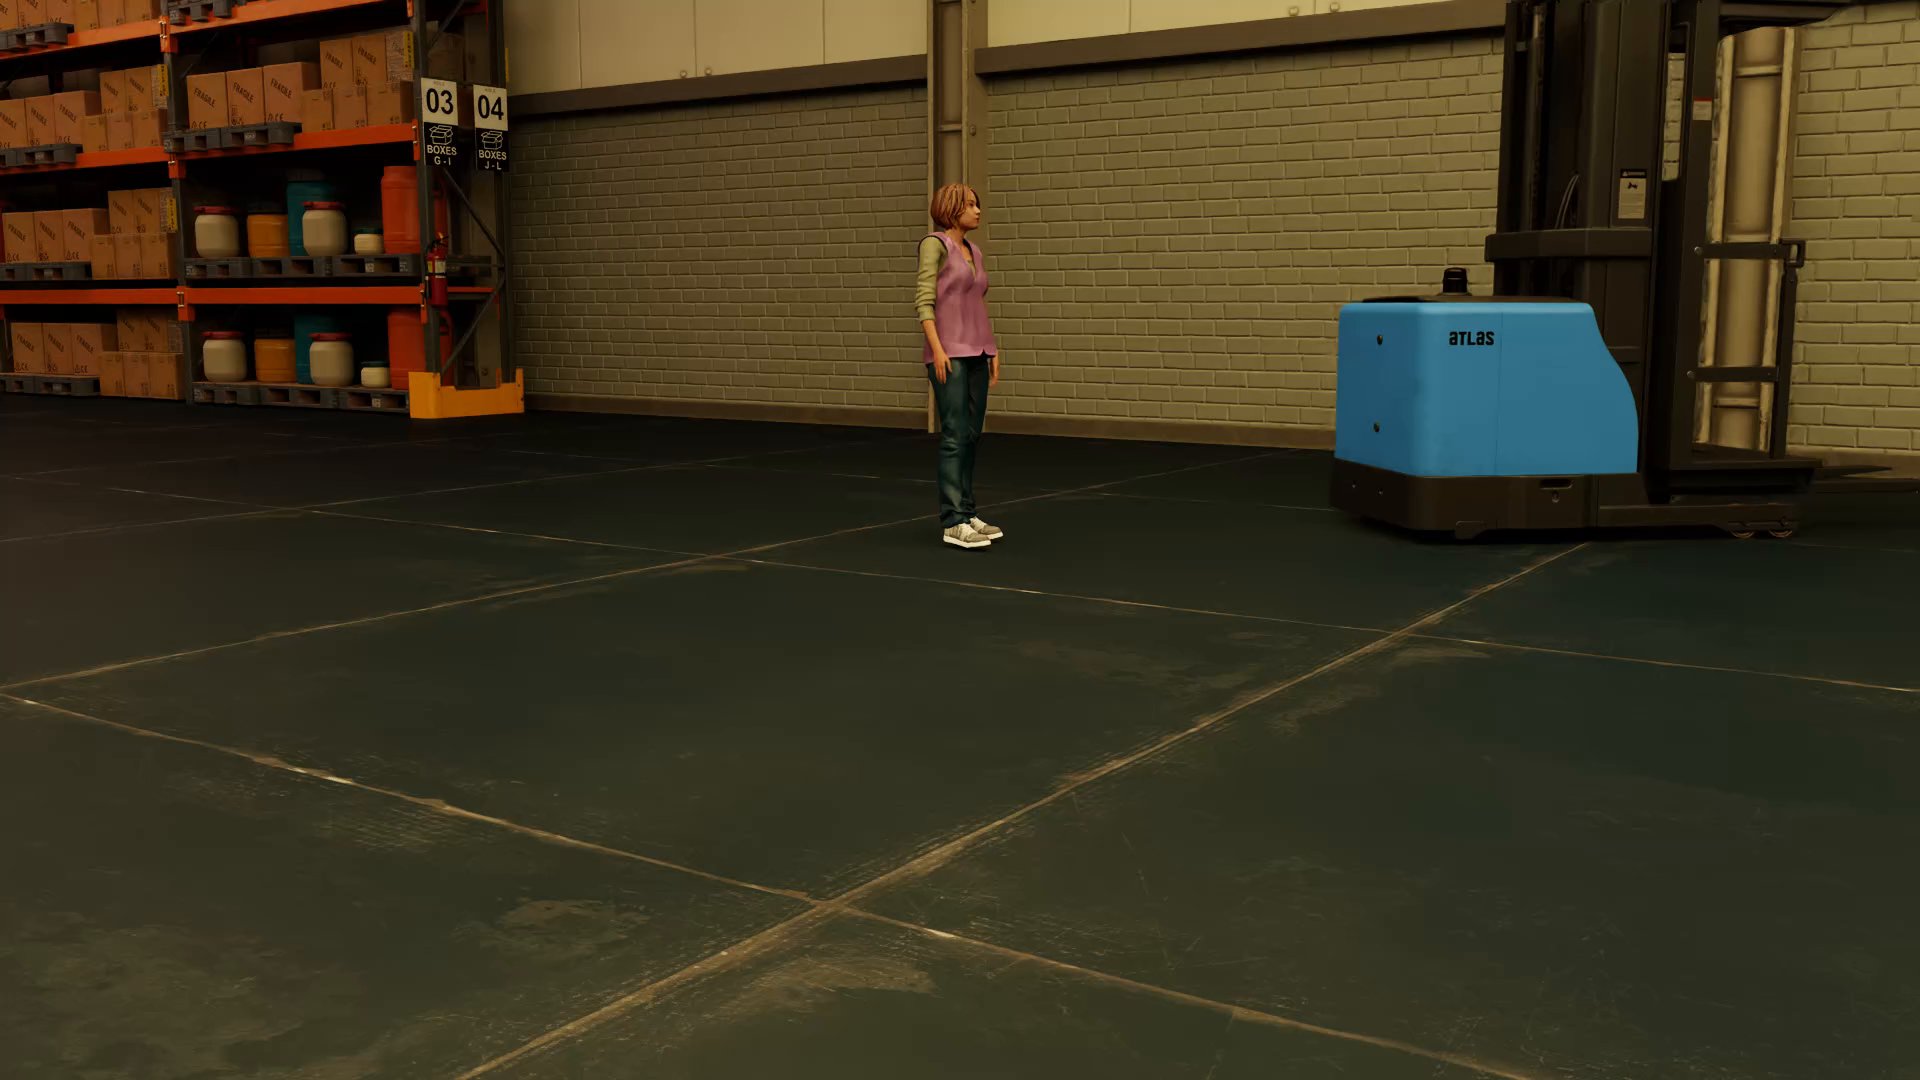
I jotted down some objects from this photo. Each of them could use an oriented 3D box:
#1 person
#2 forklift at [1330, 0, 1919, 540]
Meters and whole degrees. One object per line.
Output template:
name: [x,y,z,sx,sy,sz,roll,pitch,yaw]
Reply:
person: [0.054,-0.791,7.437,0.473,1.599,0.520,5,10,34]
forklift: [3.415,-1.528,7.939,3.031,2.935,1.130,-1,8,-10]
